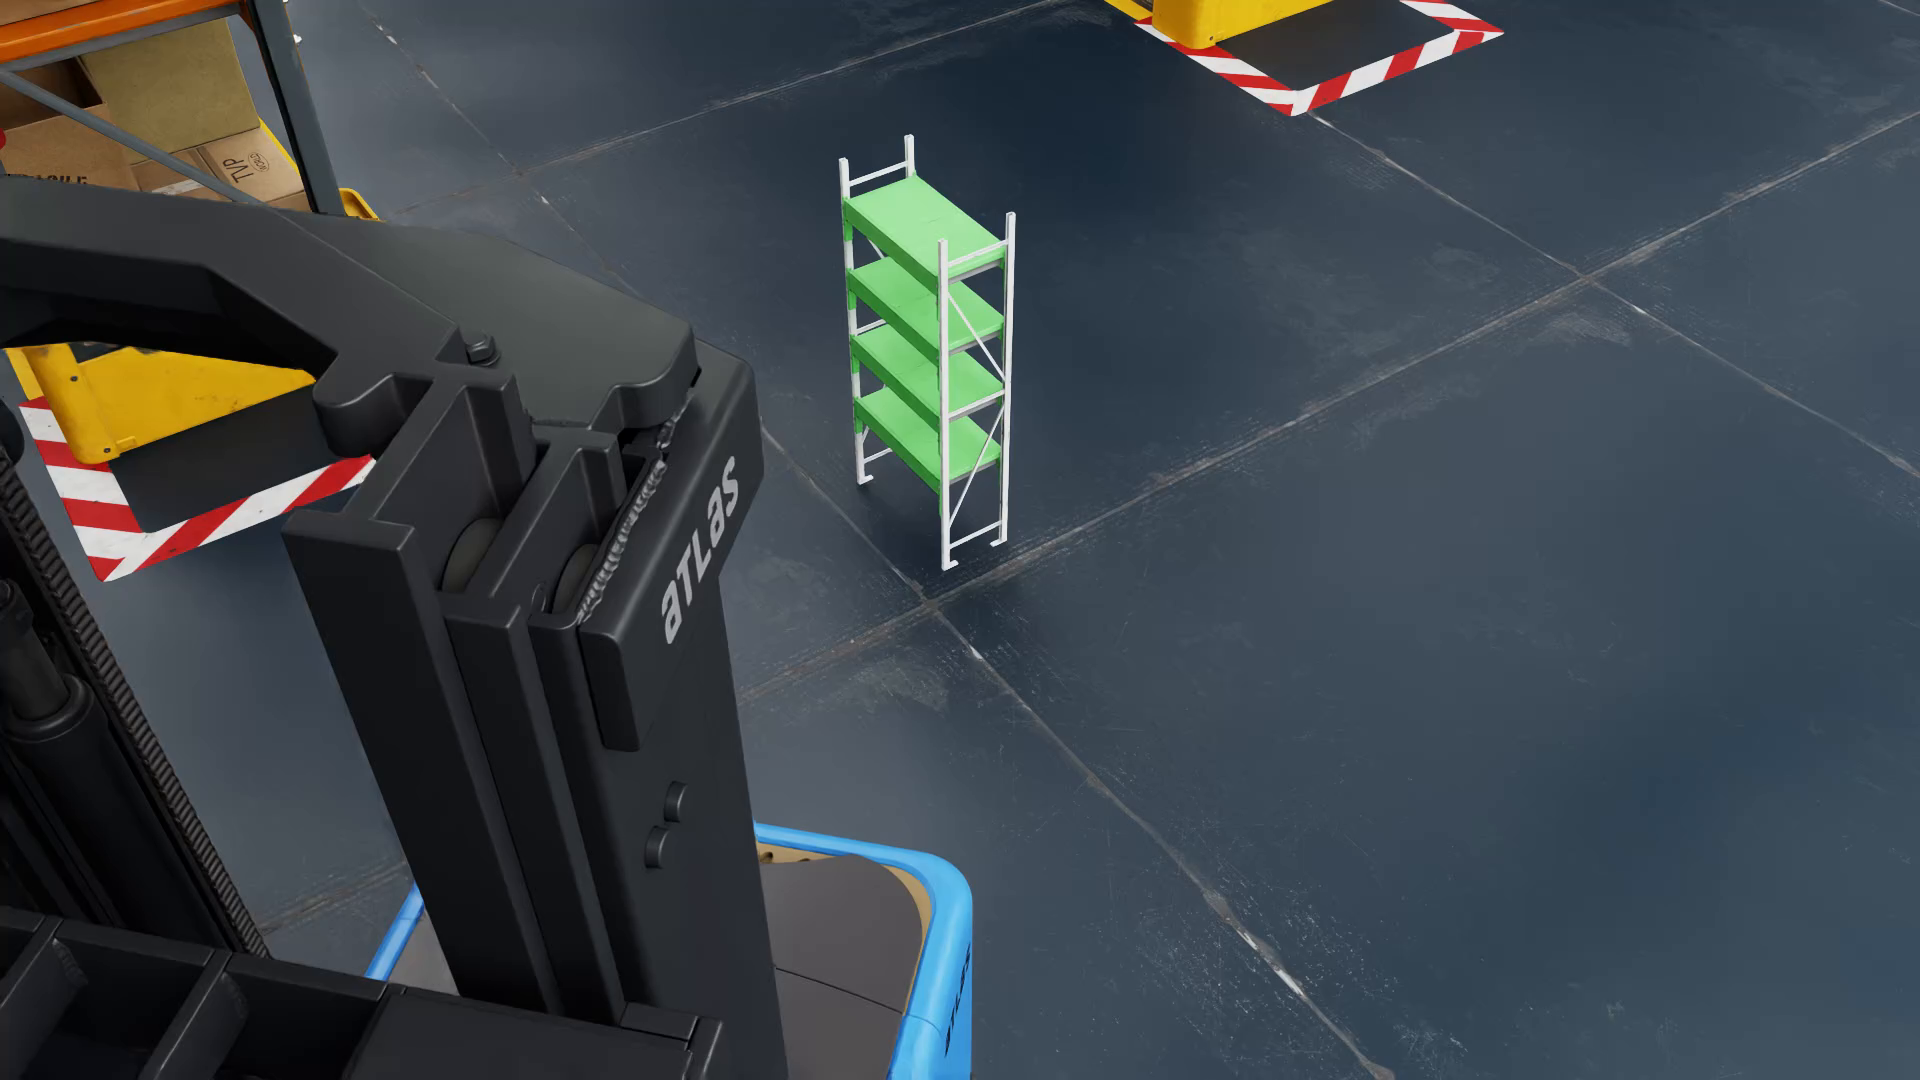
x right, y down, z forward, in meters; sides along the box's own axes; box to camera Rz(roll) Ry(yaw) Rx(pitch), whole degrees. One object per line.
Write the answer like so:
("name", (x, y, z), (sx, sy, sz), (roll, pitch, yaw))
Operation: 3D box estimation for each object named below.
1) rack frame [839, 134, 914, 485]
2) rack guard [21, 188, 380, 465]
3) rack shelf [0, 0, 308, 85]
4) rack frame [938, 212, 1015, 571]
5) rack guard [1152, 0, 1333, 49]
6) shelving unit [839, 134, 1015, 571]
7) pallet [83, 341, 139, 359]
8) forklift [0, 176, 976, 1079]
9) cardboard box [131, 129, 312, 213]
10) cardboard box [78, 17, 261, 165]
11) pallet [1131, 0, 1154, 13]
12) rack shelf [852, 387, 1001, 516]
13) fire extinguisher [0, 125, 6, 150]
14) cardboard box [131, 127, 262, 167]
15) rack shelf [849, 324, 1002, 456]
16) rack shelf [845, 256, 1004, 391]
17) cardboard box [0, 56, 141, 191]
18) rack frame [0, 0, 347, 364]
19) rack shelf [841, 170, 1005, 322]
("rack frame", (-0.234, -0.666, 5.079), (0.240, 1.200, 0.015), (-26, 49, -24))
("rack guard", (-2.521, -0.740, 5.663), (1.175, 0.500, 0.348), (-26, 49, -24))
("rack shelf", (-3.679, -2.530, 6.249), (1.077, 0.370, 4.000), (-26, 49, -24))
("rack frame", (0.045, -0.390, 4.789), (0.240, 1.200, 0.015), (-26, 49, -24))
("rack guard", (1.448, -2.732, 7.750), (1.175, 0.500, 0.348), (-26, 49, -24))
("shelving unit", (-0.095, -0.528, 4.934), (0.258, 1.200, 0.503), (-26, 49, -24))
("pallet", (-3.007, -1.066, 6.213), (1.003, 0.211, 1.213), (-26, 49, -24))
("forklift", (-0.772, 1.236, 1.833), (1.130, 2.935, 3.031), (8, 44, 9))
("cardboard box", (-2.659, -1.207, 6.029), (0.500, 0.250, 0.500), (-26, 49, -24))
("cardboard box", (-2.947, -1.760, 6.066), (0.500, 0.500, 0.500), (-26, 49, -24))
("pallet", (0.988, -3.090, 8.334), (1.003, 0.211, 1.213), (-26, 49, -24))
("rack shelf", (-0.095, -0.308, 5.144), (0.258, 0.148, 0.480), (-26, 49, -24))
("fire extinguisher", (-2.848, -1.379, 4.578), (0.296, 0.674, 0.183), (-26, 49, -24))
("cardboard box", (-2.948, -1.488, 6.324), (0.500, 0.250, 0.500), (-26, 49, -24))
("rack shelf", (-0.095, -0.482, 4.978), (0.258, 0.148, 0.480), (-26, 49, -24))
("rack shelf", (-0.095, -0.655, 4.812), (0.258, 0.148, 0.480), (-26, 49, -24))
("cardboard box", (-3.086, -1.272, 5.555), (0.500, 0.500, 0.500), (-26, 49, -24))
("rack frame", (-2.535, -1.658, 4.814), (1.000, 3.000, 0.127), (-26, 49, -24))
("rack shelf", (-0.095, -0.829, 4.647), (0.258, 0.148, 0.480), (-26, 49, -24))
